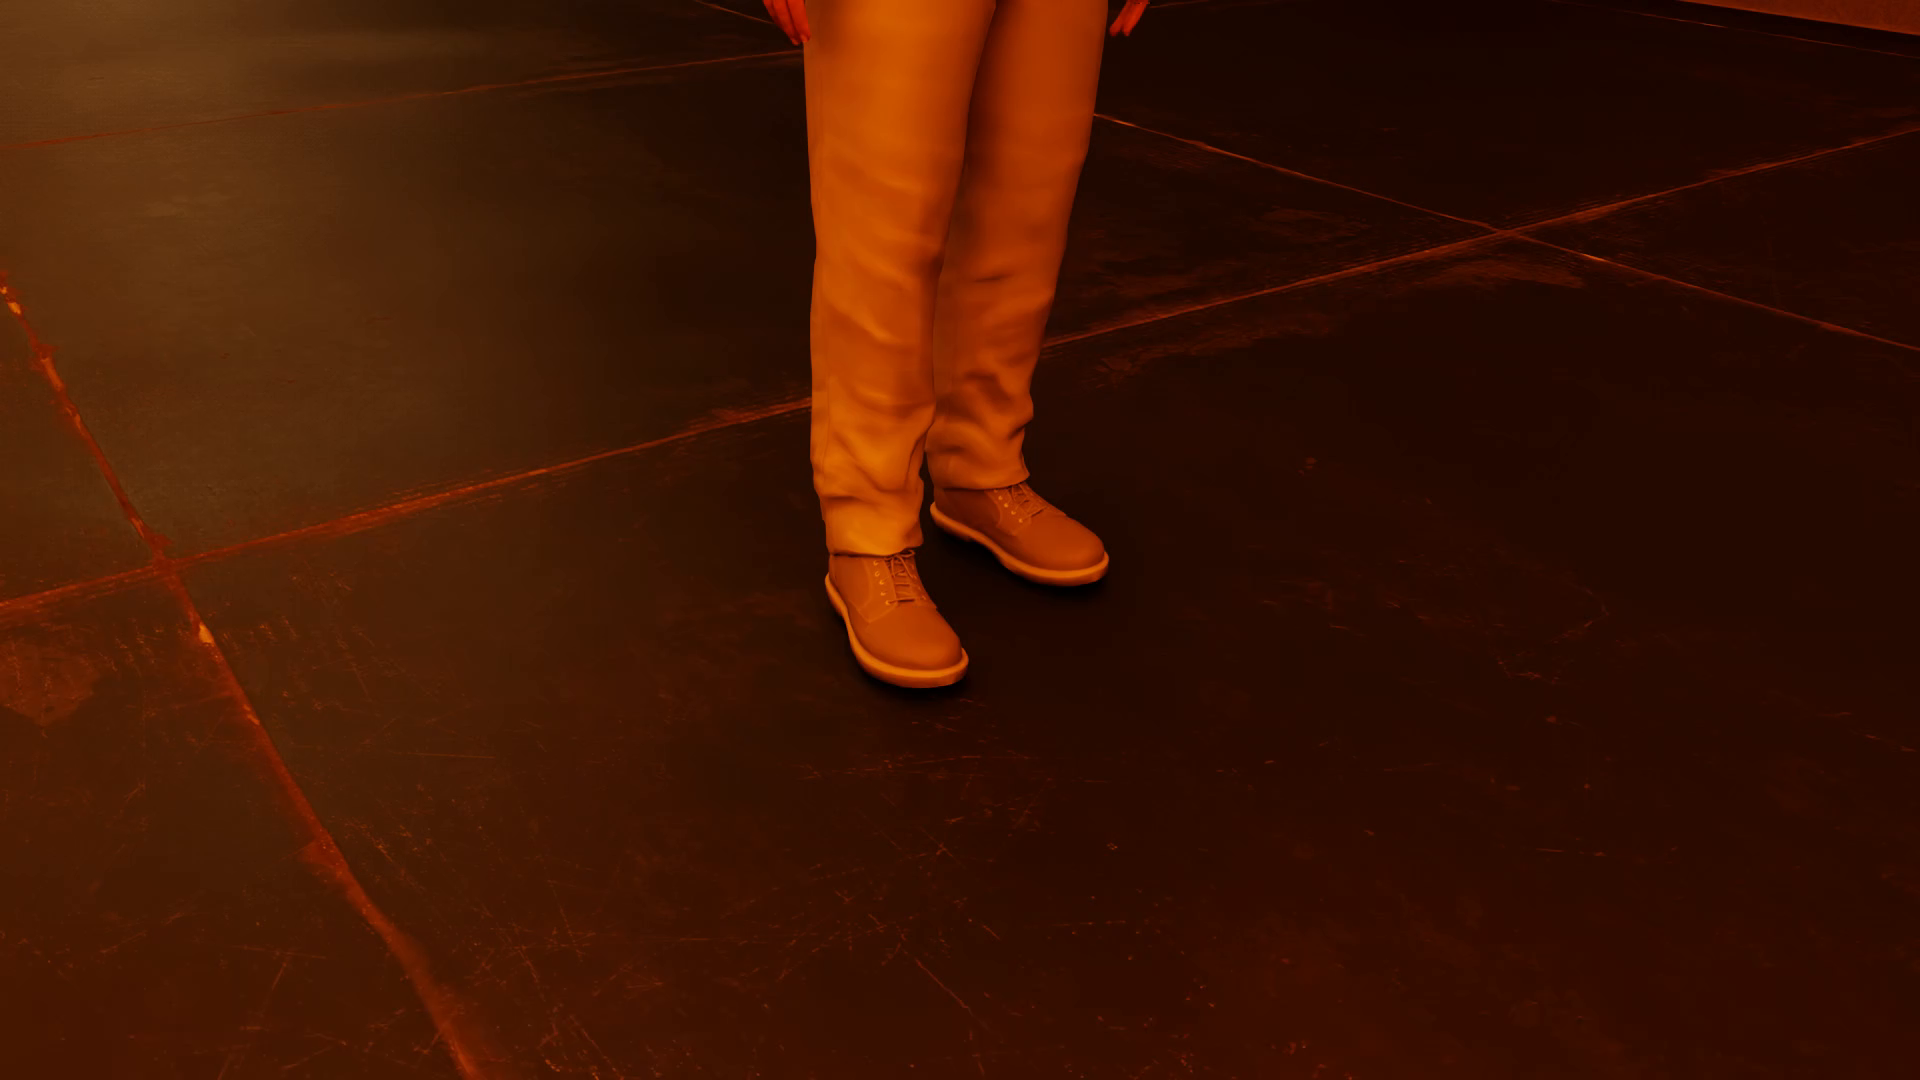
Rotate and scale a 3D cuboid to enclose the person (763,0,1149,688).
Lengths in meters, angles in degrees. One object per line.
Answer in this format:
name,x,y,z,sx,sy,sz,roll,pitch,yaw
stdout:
person,0.036,-0.771,2.034,0.641,1.779,0.574,-17,31,-31
